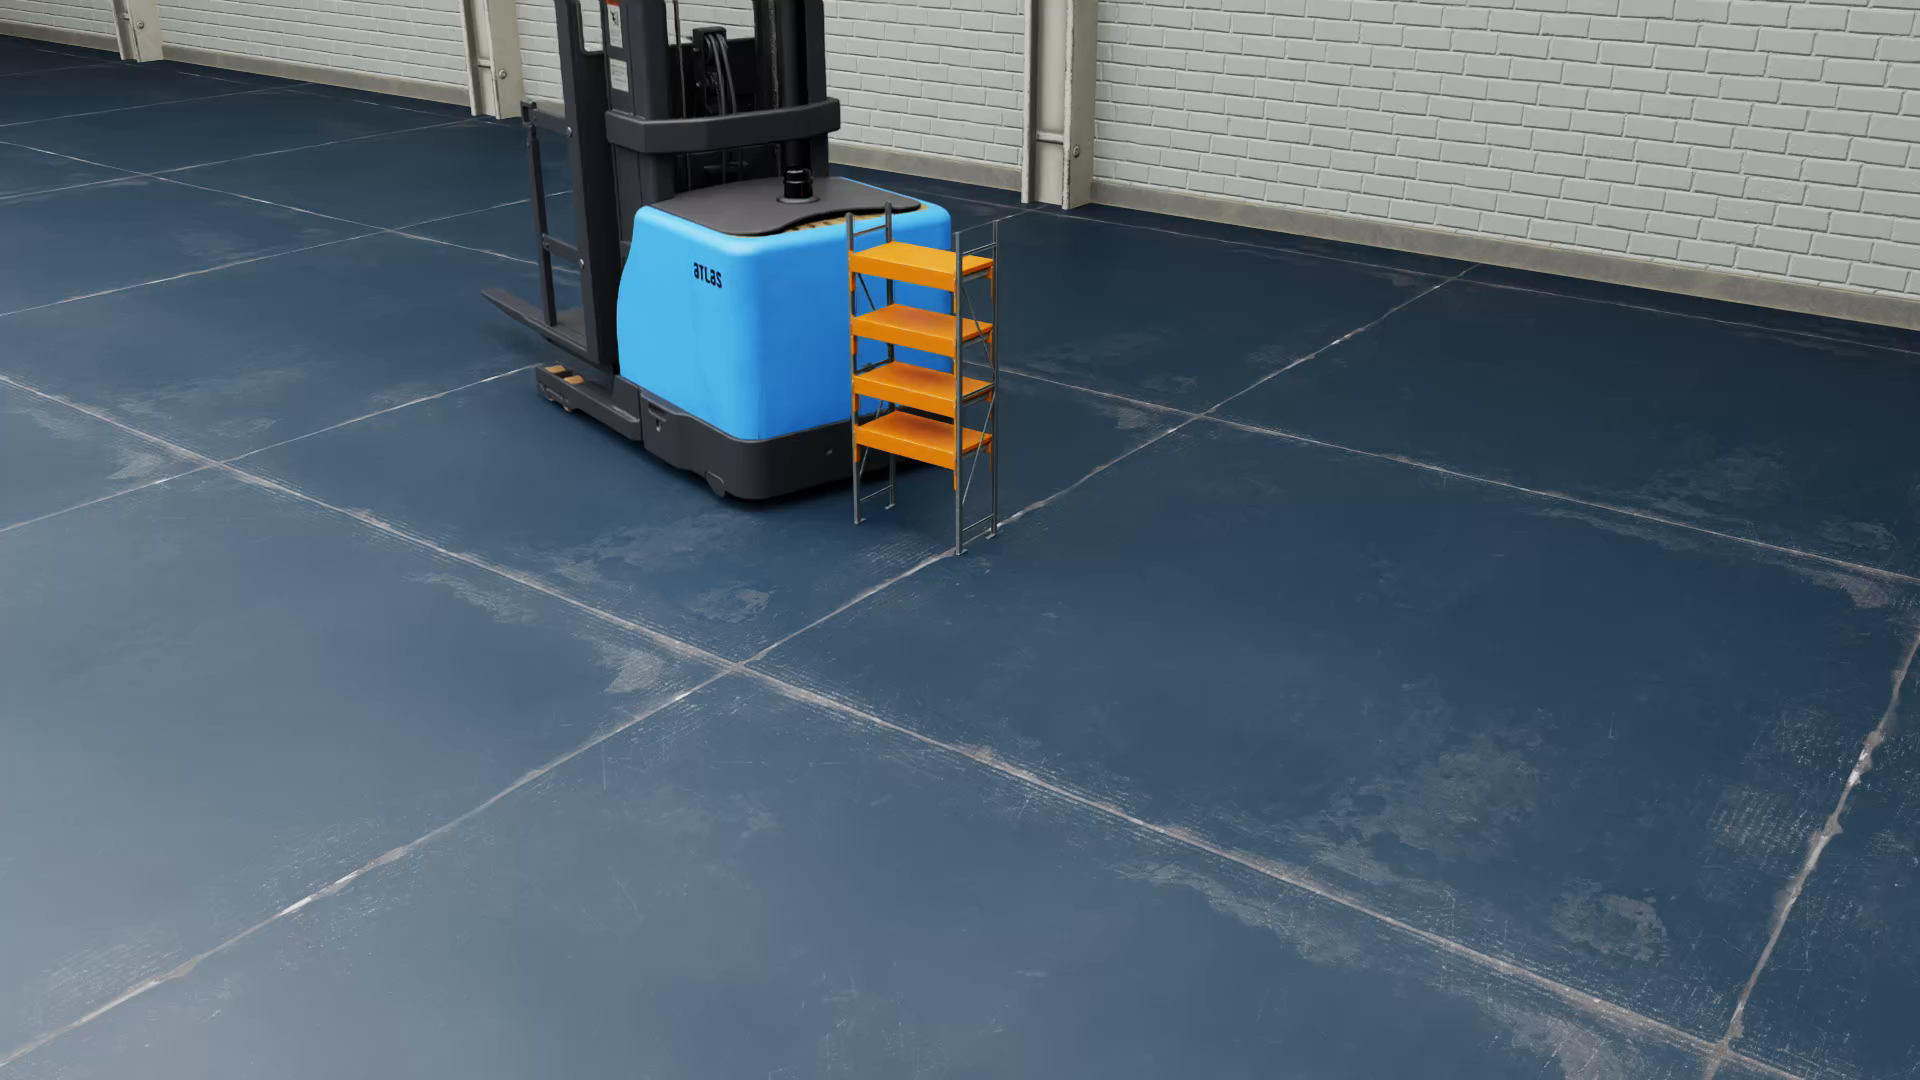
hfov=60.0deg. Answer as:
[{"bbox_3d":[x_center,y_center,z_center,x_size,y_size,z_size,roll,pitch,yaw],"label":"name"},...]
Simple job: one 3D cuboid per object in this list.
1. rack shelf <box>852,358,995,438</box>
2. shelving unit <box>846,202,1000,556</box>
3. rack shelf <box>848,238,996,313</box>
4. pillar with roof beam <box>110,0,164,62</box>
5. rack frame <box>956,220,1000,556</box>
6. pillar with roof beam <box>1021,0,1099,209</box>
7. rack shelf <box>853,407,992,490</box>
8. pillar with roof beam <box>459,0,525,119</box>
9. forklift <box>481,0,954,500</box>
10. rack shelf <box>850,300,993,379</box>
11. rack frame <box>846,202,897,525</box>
[{"bbox_3d":[-0.132,-0.528,6.126,0.480,0.148,0.258,17,29,33],"label":"rack shelf"},{"bbox_3d":[-0.132,-0.589,6.099,0.503,1.200,0.258,17,29,33],"label":"shelving unit"},{"bbox_3d":[-0.132,-0.949,5.940,0.480,0.148,0.258,17,29,33],"label":"rack shelf"},{"bbox_3d":[-11.510,-7.990,13.225,0.400,9.000,9.100,17,29,33],"label":"pillar with roof beam"},{"bbox_3d":[0.063,-0.530,5.965,0.015,1.200,0.240,17,29,33],"label":"rack frame"},{"bbox_3d":[-1.907,-5.089,6.639,0.400,9.000,9.100,17,29,33],"label":"pillar with roof beam"},{"bbox_3d":[-0.132,-0.346,6.206,0.480,0.148,0.258,17,29,33],"label":"rack shelf"},{"bbox_3d":[-6.708,-6.540,9.932,0.400,9.000,9.100,17,29,33],"label":"pillar with roof beam"},{"bbox_3d":[-1.310,-2.027,7.216,1.130,2.935,3.031,-17,29,-34],"label":"forklift"},{"bbox_3d":[-0.132,-0.732,6.036,0.480,0.148,0.258,17,29,33],"label":"rack shelf"},{"bbox_3d":[-0.328,-0.648,6.233,0.015,1.200,0.240,17,29,33],"label":"rack frame"}]
